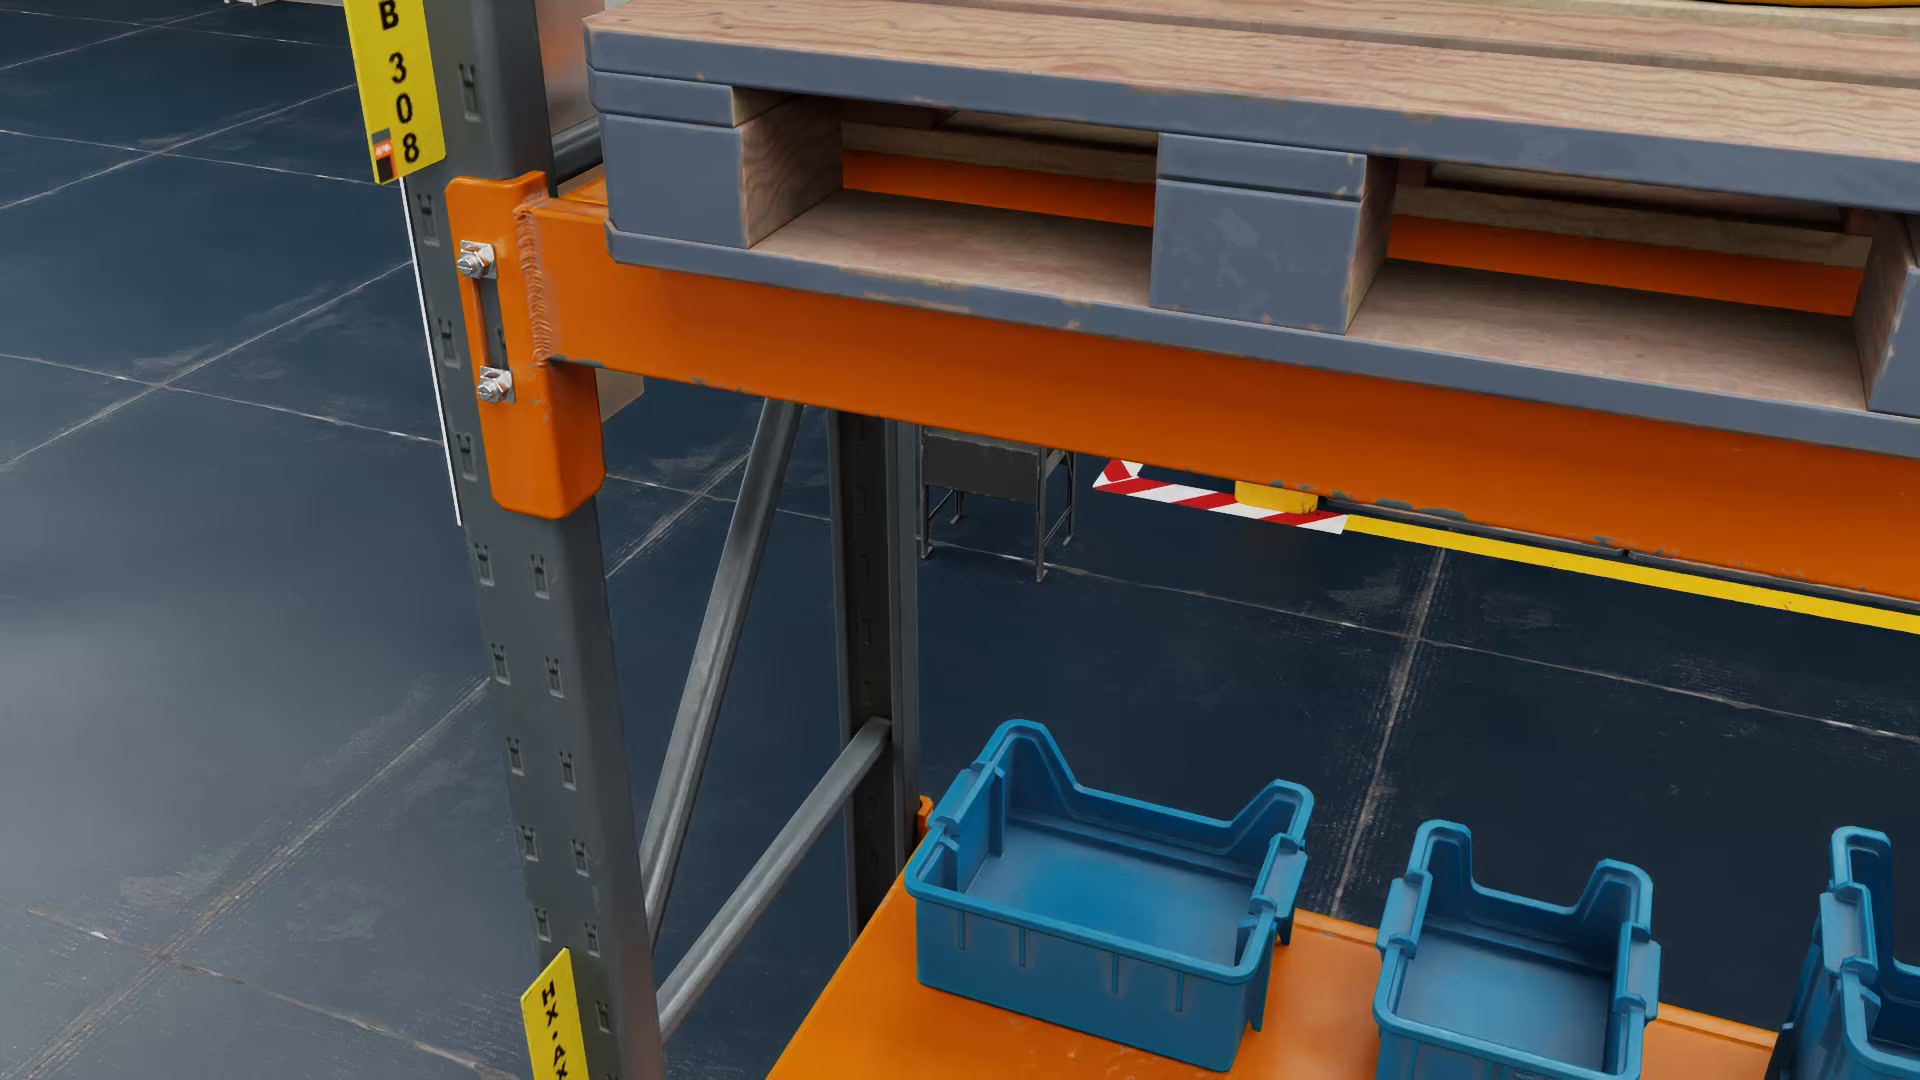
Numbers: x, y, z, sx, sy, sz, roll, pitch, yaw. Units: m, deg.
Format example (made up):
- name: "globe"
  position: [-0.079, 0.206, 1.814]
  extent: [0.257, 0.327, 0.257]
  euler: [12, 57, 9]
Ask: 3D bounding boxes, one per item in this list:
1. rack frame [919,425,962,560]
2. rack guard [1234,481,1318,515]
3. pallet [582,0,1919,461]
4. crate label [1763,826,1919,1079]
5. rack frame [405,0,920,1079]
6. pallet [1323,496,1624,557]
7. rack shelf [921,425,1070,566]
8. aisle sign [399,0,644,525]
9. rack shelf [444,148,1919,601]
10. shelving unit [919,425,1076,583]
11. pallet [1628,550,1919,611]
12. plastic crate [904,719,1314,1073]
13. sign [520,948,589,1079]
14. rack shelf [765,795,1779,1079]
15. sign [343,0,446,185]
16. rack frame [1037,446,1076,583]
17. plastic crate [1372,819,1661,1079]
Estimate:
- name: "rack frame"
  position: [-0.073, -0.929, 6.259]
  extent: [0.015, 2.100, 0.400]
  euler: [11, 31, 19]
- name: "rack guard"
  position: [1.526, -0.612, 7.324]
  extent: [0.348, 0.500, 1.175]
  euler: [11, 31, 19]
- name: "pallet"
  position: [0.412, -0.464, 1.666]
  extent: [1.213, 0.211, 1.003]
  euler: [11, 31, 19]
- name: "crate label"
  position: [1.489, 0.764, 2.314]
  extent: [0.616, 0.435, 0.502]
  euler: [11, 31, 19]
- name: "rack frame"
  position: [-0.319, 0.564, 2.704]
  extent: [0.053, 2.616, 0.949]
  euler: [11, 31, 19]
- name: "pallet"
  position: [2.272, -0.359, 7.171]
  extent: [1.213, 0.211, 1.003]
  euler: [11, 31, 19]
- name: "rack shelf"
  position: [0.153, -0.262, 6.530]
  extent: [0.480, 0.518, 0.431]
  euler: [11, 31, 19]
- name: "aisle sign"
  position: [-0.495, -0.449, 1.854]
  extent: [0.004, 0.787, 0.394]
  euler: [11, 31, 19]
- name: "rack shelf"
  position: [1.535, -0.060, 1.491]
  extent: [4.000, 0.370, 1.077]
  euler: [11, 31, 19]
- name: "shelving unit"
  position: [0.153, -0.883, 6.179]
  extent: [0.503, 2.100, 0.431]
  euler: [11, 31, 19]
- name: "pallet"
  position: [3.399, -0.133, 6.770]
  extent: [1.213, 0.211, 1.003]
  euler: [11, 31, 19]
- name: "plastic crate"
  position: [0.259, 0.583, 2.821]
  extent: [0.616, 0.251, 0.499]
  euler: [11, 31, 19]
- name: "sign"
  position: [-0.529, 0.692, 2.196]
  extent: [0.005, 0.325, 0.100]
  euler: [11, 31, 19]
- name: "rack shelf"
  position: [1.535, 1.245, 2.229]
  extent: [4.000, 0.370, 1.077]
  euler: [11, 31, 19]
- name: "sign"
  position: [-0.529, -0.497, 1.524]
  extent: [0.005, 0.325, 0.100]
  euler: [11, 31, 19]
- name: "rack frame"
  position: [0.379, -0.838, 6.099]
  extent: [0.015, 2.100, 0.400]
  euler: [11, 31, 19]
- name: "plastic crate"
  position: [0.858, 0.706, 2.604]
  extent: [0.408, 0.251, 0.499]
  euler: [11, 31, 19]
